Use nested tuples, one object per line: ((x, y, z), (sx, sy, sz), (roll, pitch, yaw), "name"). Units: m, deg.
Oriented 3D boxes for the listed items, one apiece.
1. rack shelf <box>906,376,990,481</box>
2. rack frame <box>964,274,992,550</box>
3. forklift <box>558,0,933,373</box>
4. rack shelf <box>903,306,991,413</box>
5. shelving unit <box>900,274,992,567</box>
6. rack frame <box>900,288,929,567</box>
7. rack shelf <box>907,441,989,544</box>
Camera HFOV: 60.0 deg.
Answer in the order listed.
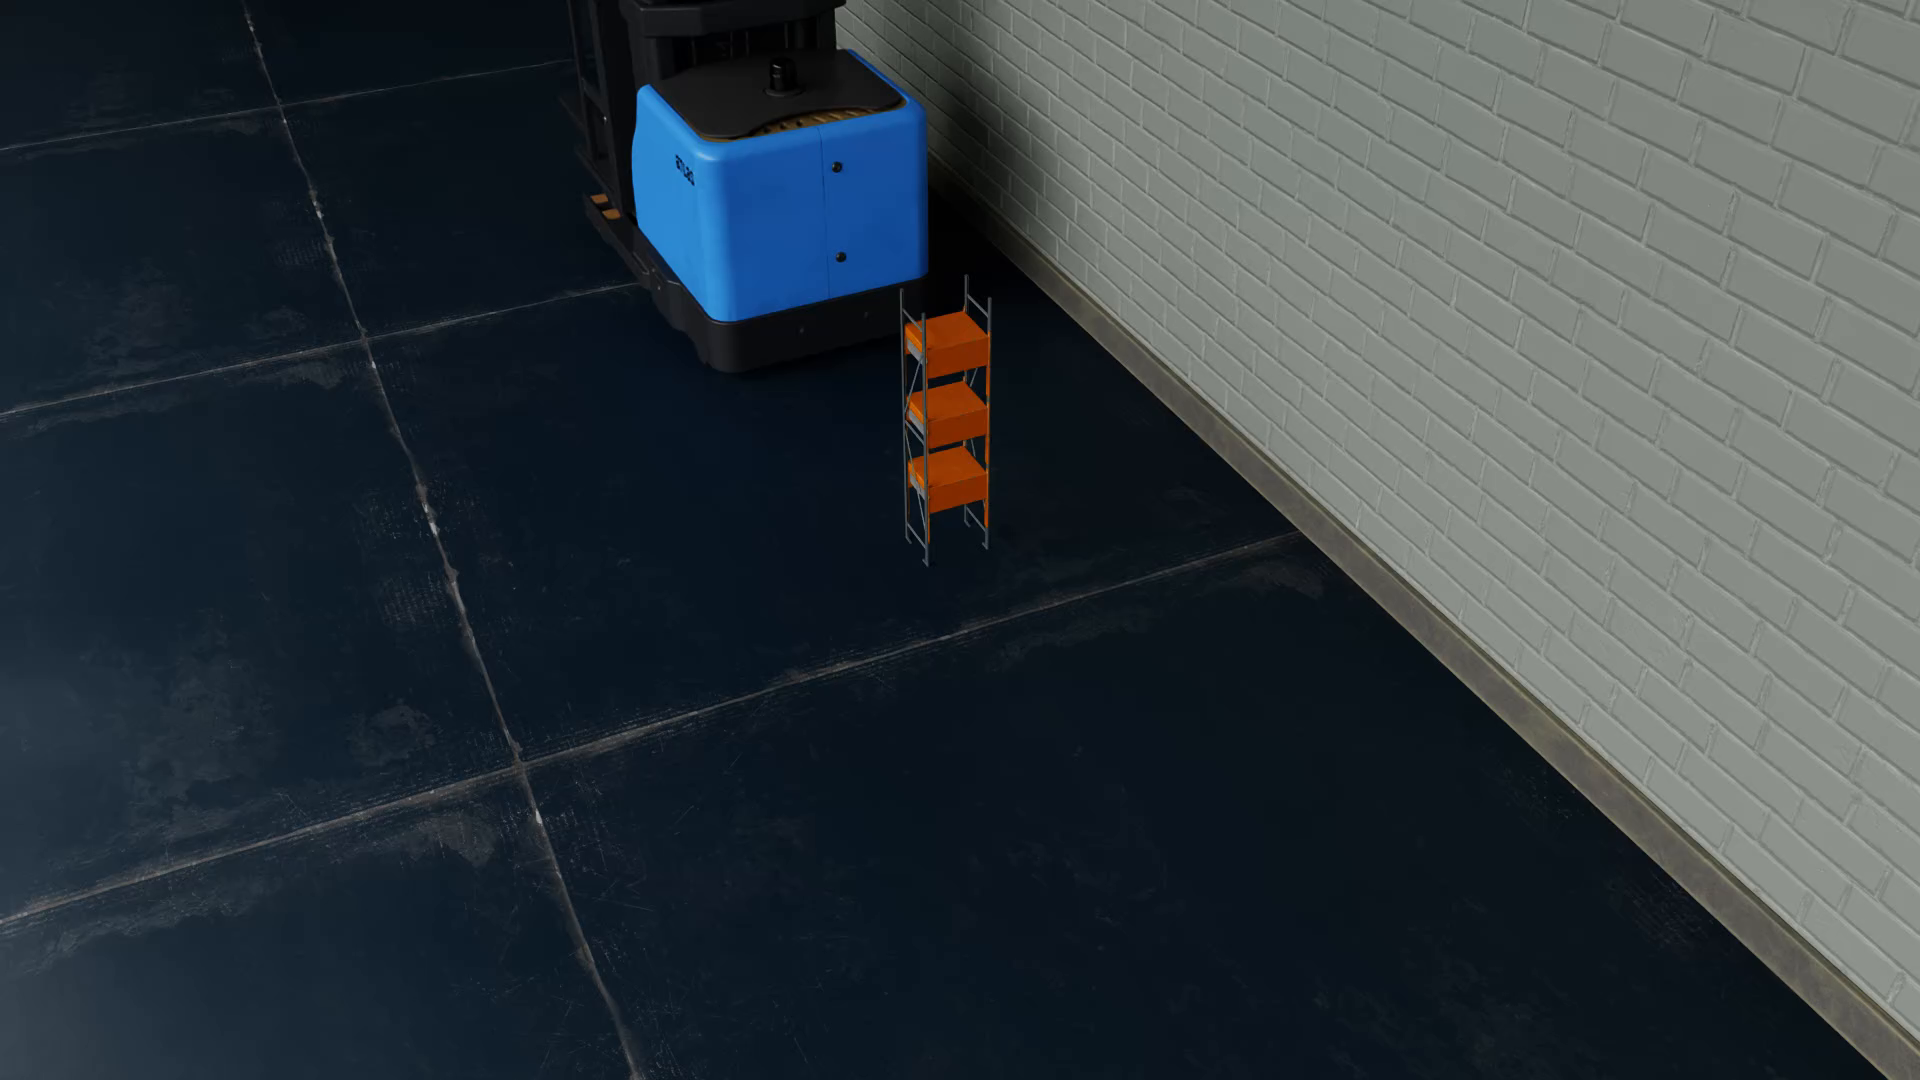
((-0.048, -0.400, 5.925), (0.240, 0.259, 0.215), (-16, 39, -20), "rack shelf")
((0.062, -0.439, 5.961), (0.008, 1.050, 0.200), (-16, 39, -20), "rack frame")
((-1.236, -2.755, 7.504), (1.130, 2.935, 3.031), (-17, 40, -21), "forklift")
((-0.048, -0.628, 5.756), (0.240, 0.259, 0.215), (-16, 39, -20), "rack shelf")
((-0.048, -0.408, 5.919), (0.252, 1.050, 0.215), (-16, 39, -20), "shelving unit")
((-0.159, -0.377, 5.877), (0.008, 1.050, 0.200), (-16, 39, -20), "rack frame")
((-0.048, -0.176, 6.091), (0.240, 0.259, 0.215), (-16, 39, -20), "rack shelf")
